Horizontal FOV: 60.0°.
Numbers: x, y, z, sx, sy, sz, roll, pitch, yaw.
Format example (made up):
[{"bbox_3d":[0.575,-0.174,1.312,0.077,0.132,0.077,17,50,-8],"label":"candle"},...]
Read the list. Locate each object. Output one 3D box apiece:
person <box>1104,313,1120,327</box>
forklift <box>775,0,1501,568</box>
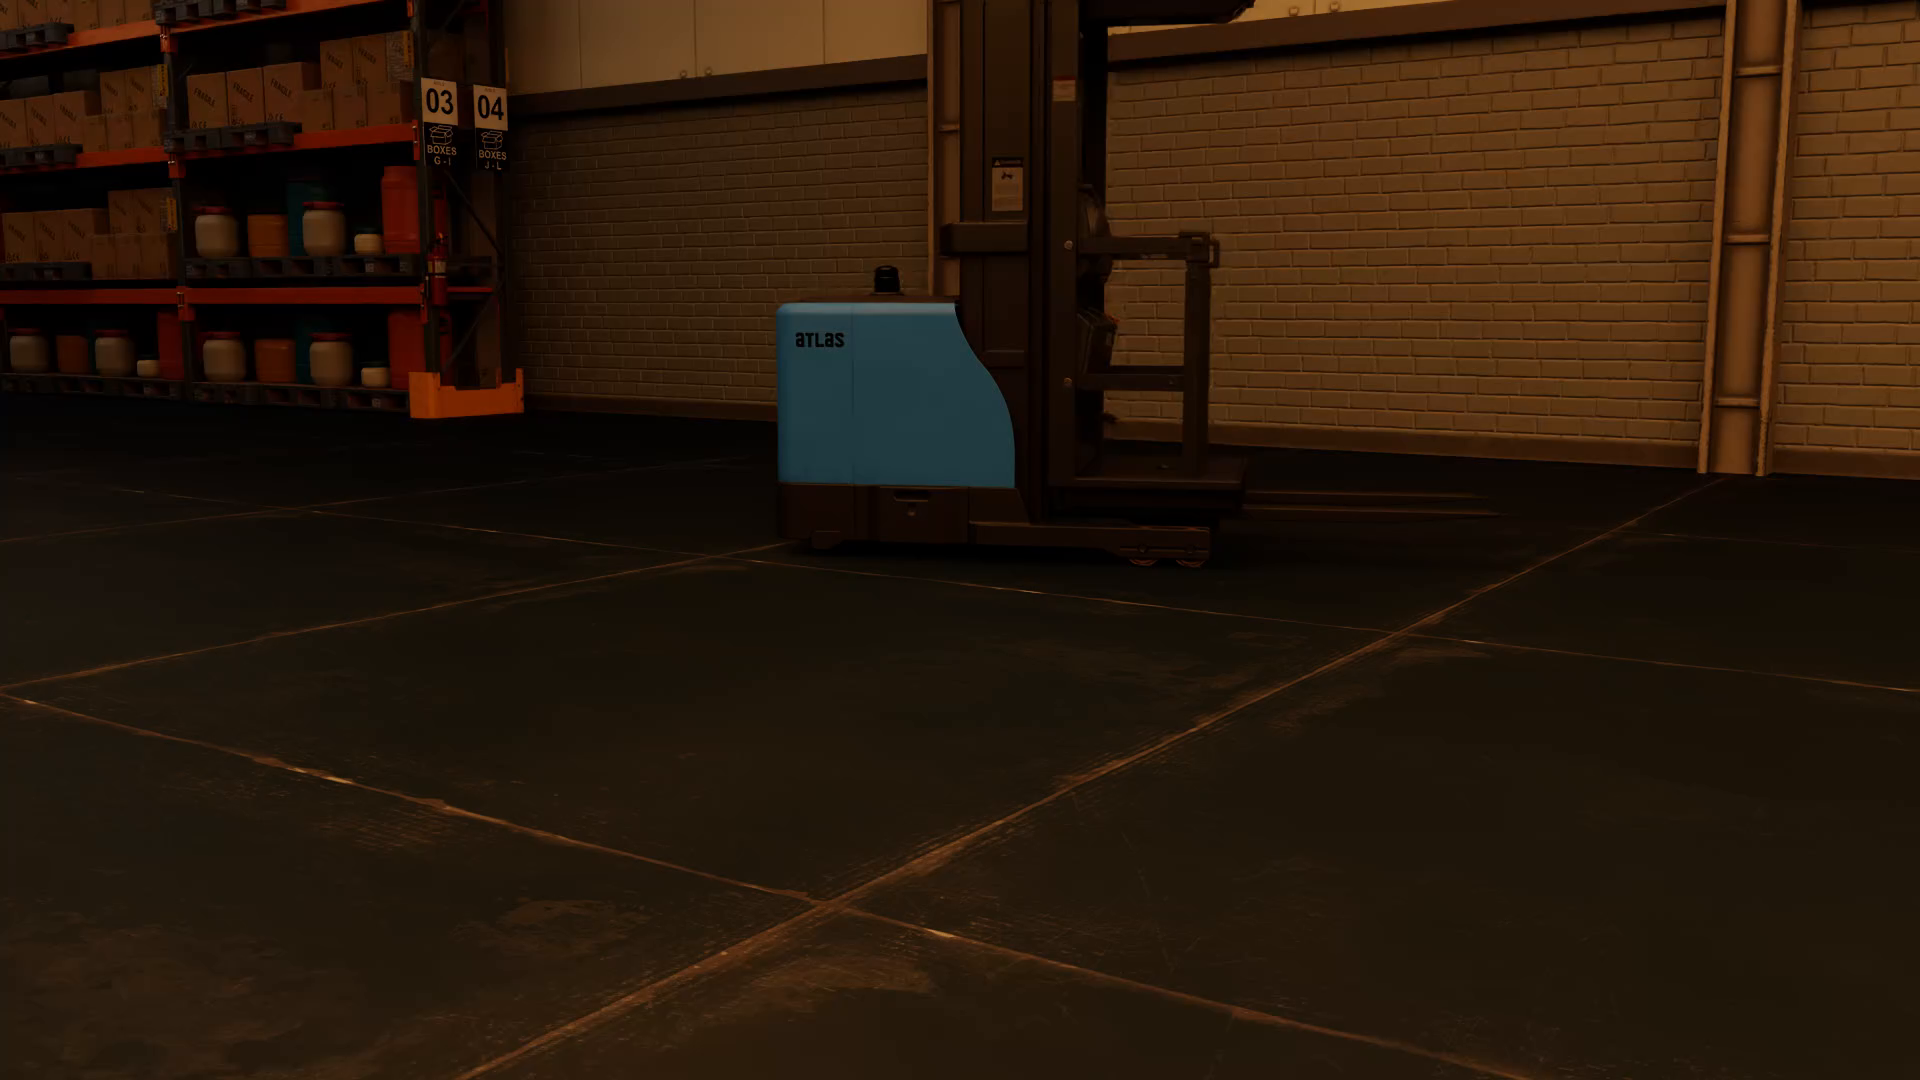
[{"bbox_3d":[0.504,-0.967,9.051,1.040,1.527,1.012,-4,9,-26],"label":"person"},{"bbox_3d":[0.769,-1.419,7.169,3.031,2.935,1.130,2,8,11],"label":"forklift"}]
